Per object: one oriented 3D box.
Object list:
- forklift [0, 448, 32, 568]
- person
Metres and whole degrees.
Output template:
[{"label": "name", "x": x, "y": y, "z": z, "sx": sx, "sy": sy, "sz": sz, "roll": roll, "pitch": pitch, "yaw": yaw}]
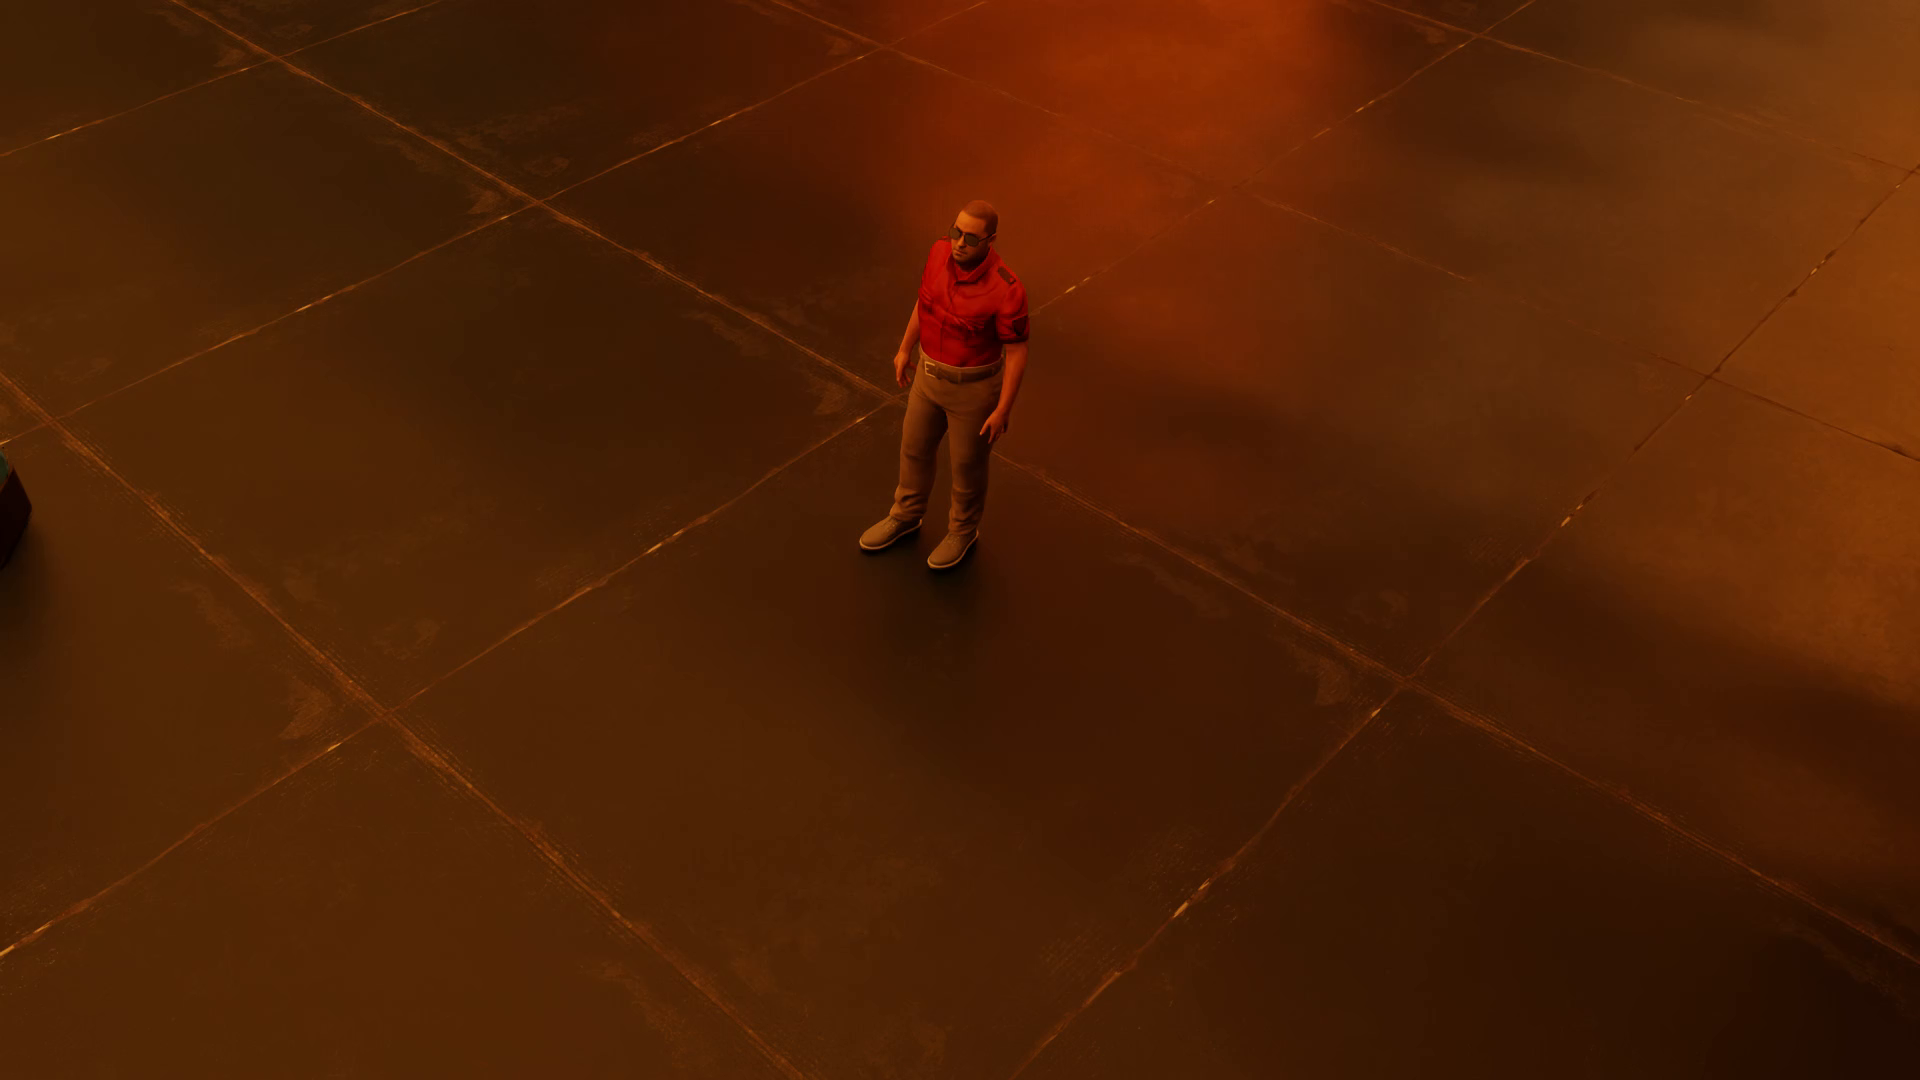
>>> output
[{"label": "forklift", "x": -5.791, "y": -0.840, "z": 6.407, "sx": 3.031, "sy": 2.935, "sz": 1.130, "roll": -3, "pitch": 41, "yaw": -3}, {"label": "person", "x": -0.070, "y": -0.624, "z": 7.068, "sx": 0.640, "sy": 1.727, "sz": 0.551, "roll": 31, "pitch": 49, "yaw": 31}]
